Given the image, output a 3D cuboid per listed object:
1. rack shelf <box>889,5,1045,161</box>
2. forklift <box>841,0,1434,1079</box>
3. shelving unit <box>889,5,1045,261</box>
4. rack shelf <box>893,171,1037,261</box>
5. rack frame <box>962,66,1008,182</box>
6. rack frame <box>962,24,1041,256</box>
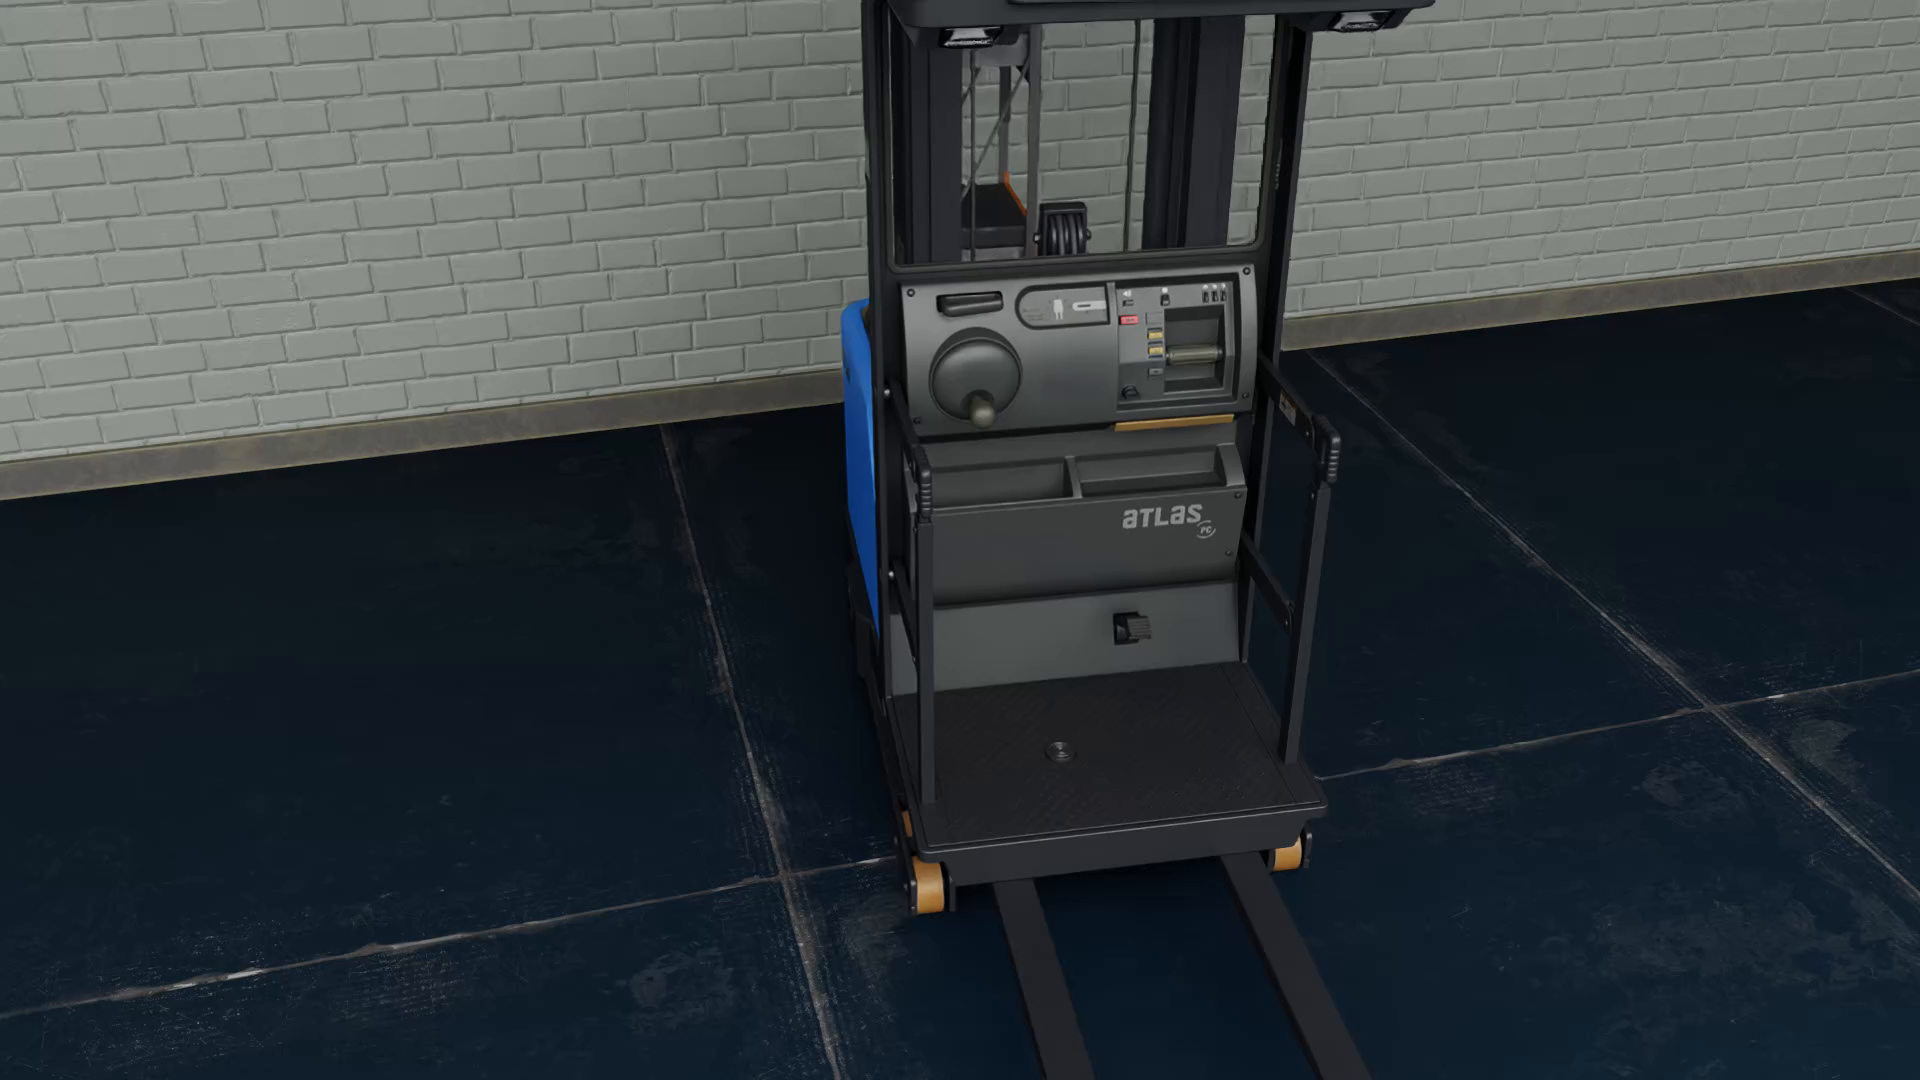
[{"bbox_3d":[0.014,-1.563,5.485,0.431,0.518,0.480,-5,30,-9],"label":"rack shelf"},{"bbox_3d":[0.353,-0.454,4.108,1.130,2.935,3.031,-5,30,-9],"label":"forklift"},{"bbox_3d":[0.014,-0.969,5.829,0.431,2.100,0.503,-5,30,-9],"label":"shelving unit"},{"bbox_3d":[0.014,-0.958,5.836,0.431,0.518,0.480,-5,30,-9],"label":"rack shelf"},{"bbox_3d":[-0.028,-1.090,6.037,0.400,2.100,0.015,-5,30,-9],"label":"rack frame"},{"bbox_3d":[0.056,-0.849,5.621,0.400,2.100,0.015,-5,30,-9],"label":"rack frame"}]
